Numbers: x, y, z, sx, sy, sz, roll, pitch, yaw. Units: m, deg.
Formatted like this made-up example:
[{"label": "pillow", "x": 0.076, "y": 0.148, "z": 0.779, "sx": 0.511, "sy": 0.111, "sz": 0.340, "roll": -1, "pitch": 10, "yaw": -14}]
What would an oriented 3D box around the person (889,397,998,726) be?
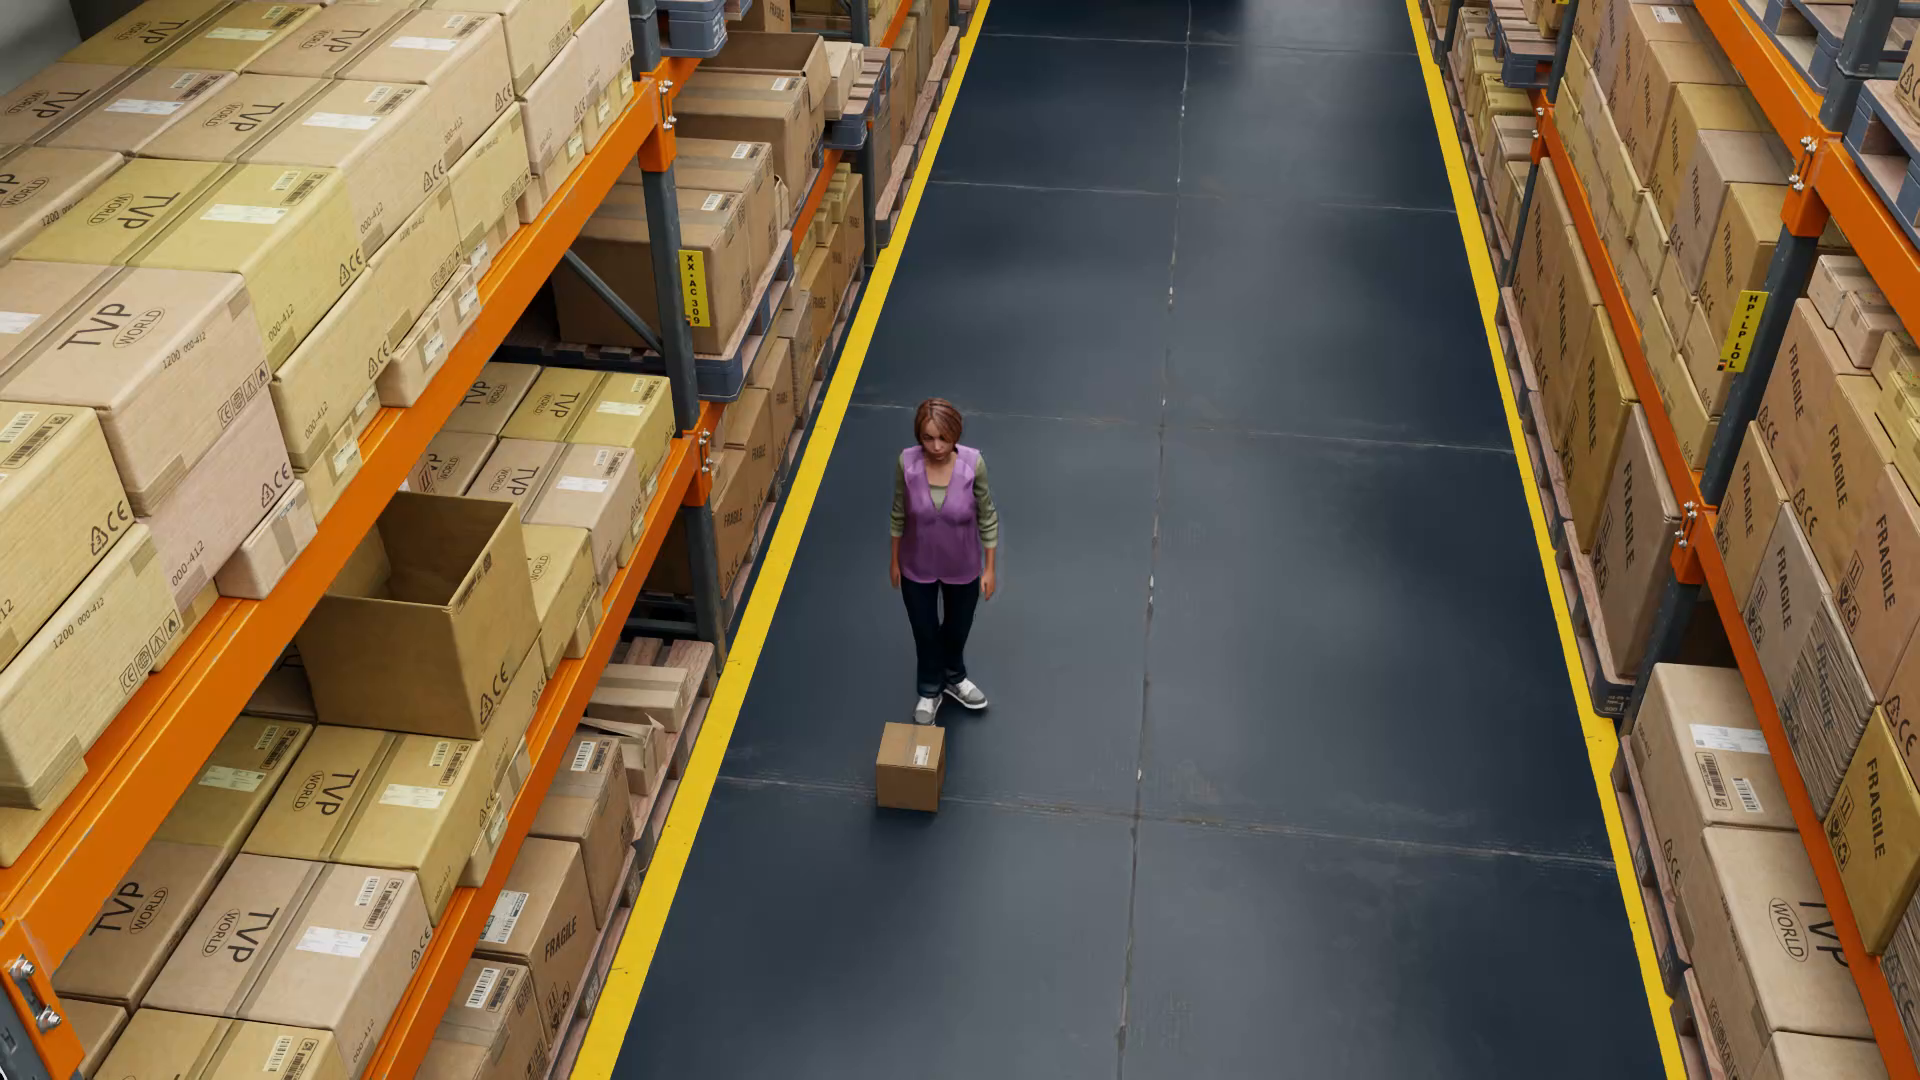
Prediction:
[{"label": "person", "x": -0.070, "y": 0.102, "z": 6.881, "sx": 0.450, "sy": 1.597, "sz": 0.357, "roll": 1, "pitch": 37, "yaw": 1}]
